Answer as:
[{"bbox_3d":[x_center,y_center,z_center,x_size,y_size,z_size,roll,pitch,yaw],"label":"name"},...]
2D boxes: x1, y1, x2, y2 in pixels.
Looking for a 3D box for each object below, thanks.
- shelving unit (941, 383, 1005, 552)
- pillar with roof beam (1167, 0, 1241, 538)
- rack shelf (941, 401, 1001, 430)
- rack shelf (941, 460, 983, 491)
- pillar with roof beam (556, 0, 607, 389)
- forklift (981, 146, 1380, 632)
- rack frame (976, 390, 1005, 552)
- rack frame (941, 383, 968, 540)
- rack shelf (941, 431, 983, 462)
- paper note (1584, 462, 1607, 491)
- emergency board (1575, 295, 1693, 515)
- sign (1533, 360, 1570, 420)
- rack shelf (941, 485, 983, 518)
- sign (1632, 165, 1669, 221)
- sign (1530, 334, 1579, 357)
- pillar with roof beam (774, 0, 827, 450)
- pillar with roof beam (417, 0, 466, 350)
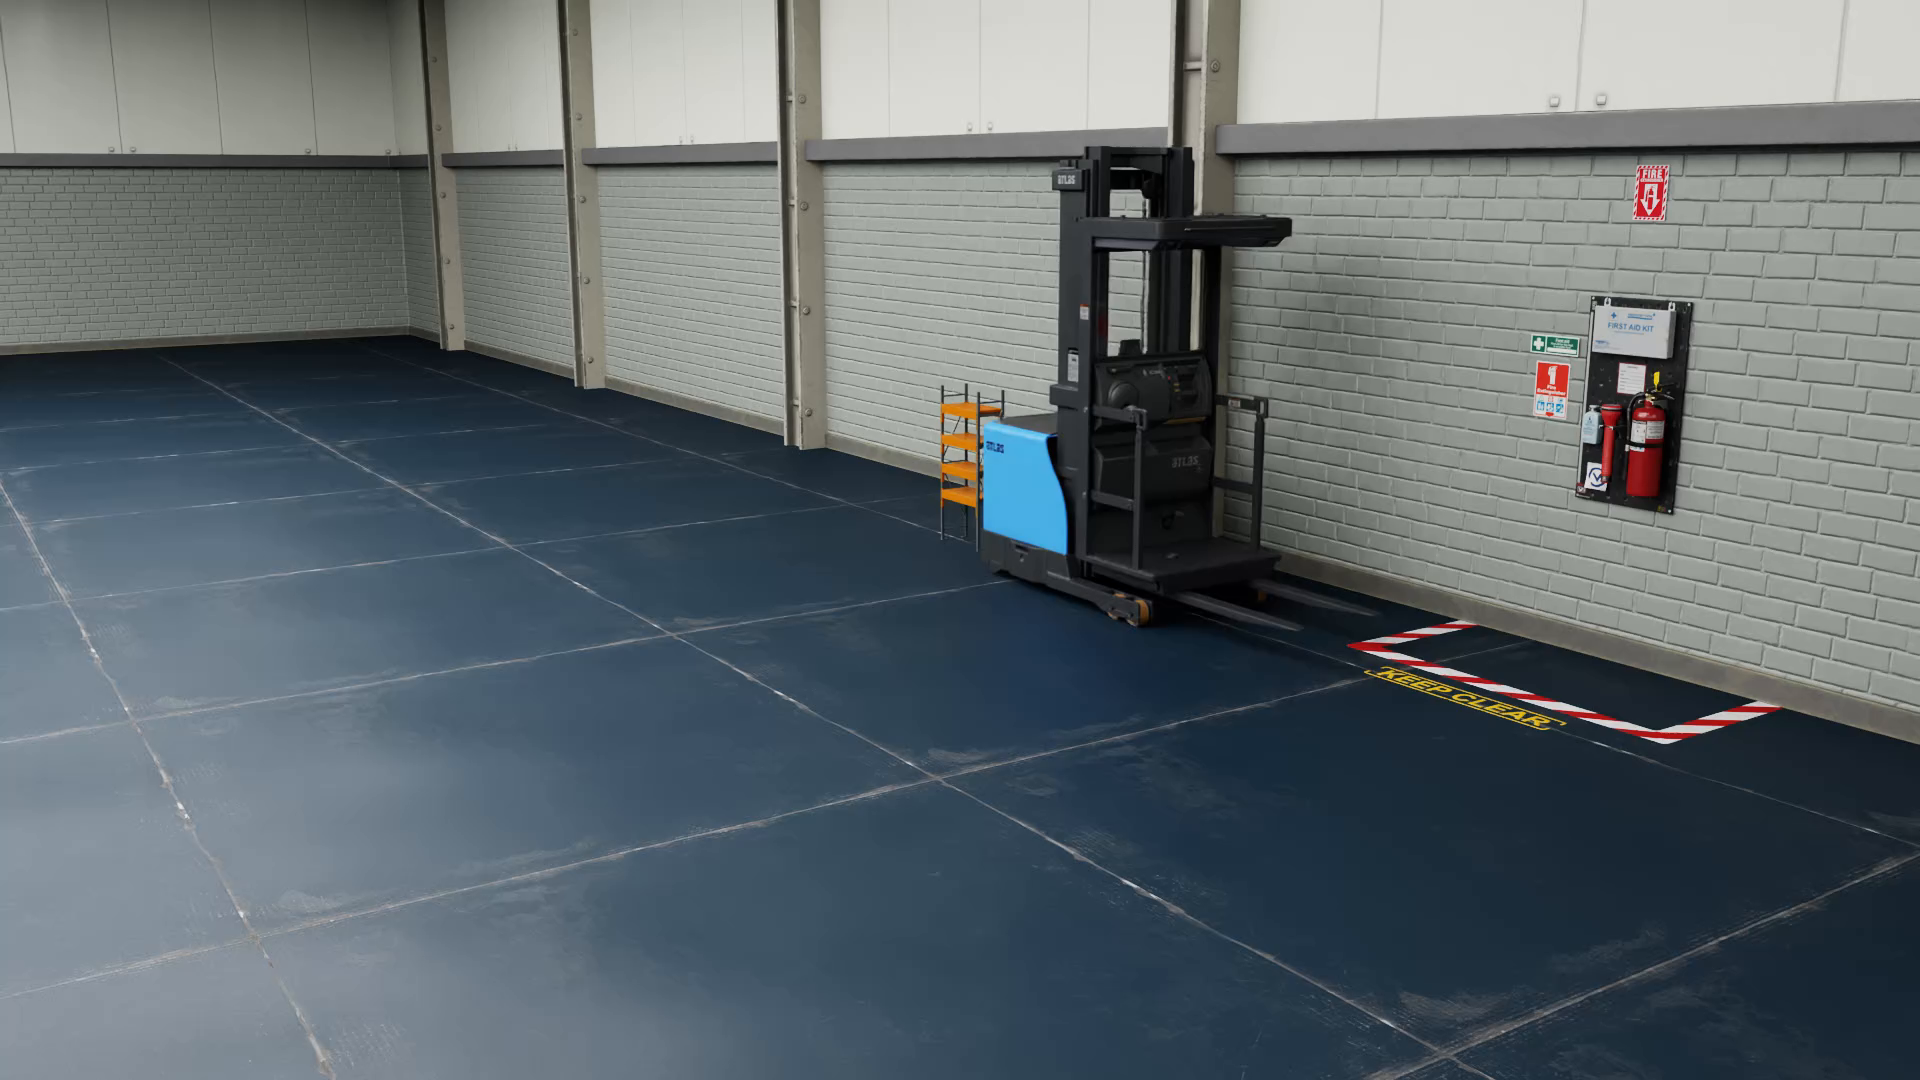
[{"bbox_3d":[0.092,-0.557,12.599,0.258,1.200,0.503,-8,15,-33],"label":"shelving unit"},{"bbox_3d":[-1.866,-3.800,9.174,9.100,9.000,0.400,-8,15,-33],"label":"pillar with roof beam"},{"bbox_3d":[0.092,-0.941,12.515,0.258,0.148,0.480,-8,15,-33],"label":"rack shelf"},{"bbox_3d":[0.092,-0.491,12.613,0.258,0.148,0.480,-8,15,-33],"label":"rack shelf"},{"bbox_3d":[-8.514,-5.934,18.933,9.100,9.000,0.400,-8,15,-33],"label":"pillar with roof beam"},{"bbox_3d":[1.374,-1.008,10.610,1.130,2.935,3.031,-8,15,-32],"label":"forklift"},{"bbox_3d":[0.227,-0.513,12.401,0.240,1.200,0.015,-8,15,-33],"label":"rack frame"},{"bbox_3d":[-0.043,-0.600,12.797,0.240,1.200,0.015,-8,15,-33],"label":"rack frame"},{"bbox_3d":[0.092,-0.710,12.566,0.258,0.148,0.480,-8,15,-33],"label":"rack shelf"},{"bbox_3d":[3.664,-0.365,9.571,0.016,0.148,0.142,-8,15,-33],"label":"paper note"},{"bbox_3d":[3.705,-0.756,9.295,0.194,1.169,0.643,-8,15,-33],"label":"emergency board"},{"bbox_3d":[3.485,-0.884,9.797,0.001,0.329,0.234,-8,15,-33],"label":"sign"},{"bbox_3d":[0.092,-0.297,12.656,0.258,0.148,0.480,-8,15,-33],"label":"rack shelf"},{"bbox_3d":[3.784,-1.901,9.108,0.001,0.298,0.199,-8,15,-33],"label":"sign"},{"bbox_3d":[3.480,-1.141,9.732,0.001,0.109,0.331,-8,15,-33],"label":"sign"},{"bbox_3d":[-5.190,-4.867,14.053,9.100,9.000,0.400,-8,15,-33],"label":"pillar with roof beam"},{"bbox_3d":[-11.838,-7.001,23.812,9.100,9.000,0.400,-8,15,-33],"label":"pillar with roof beam"}]
